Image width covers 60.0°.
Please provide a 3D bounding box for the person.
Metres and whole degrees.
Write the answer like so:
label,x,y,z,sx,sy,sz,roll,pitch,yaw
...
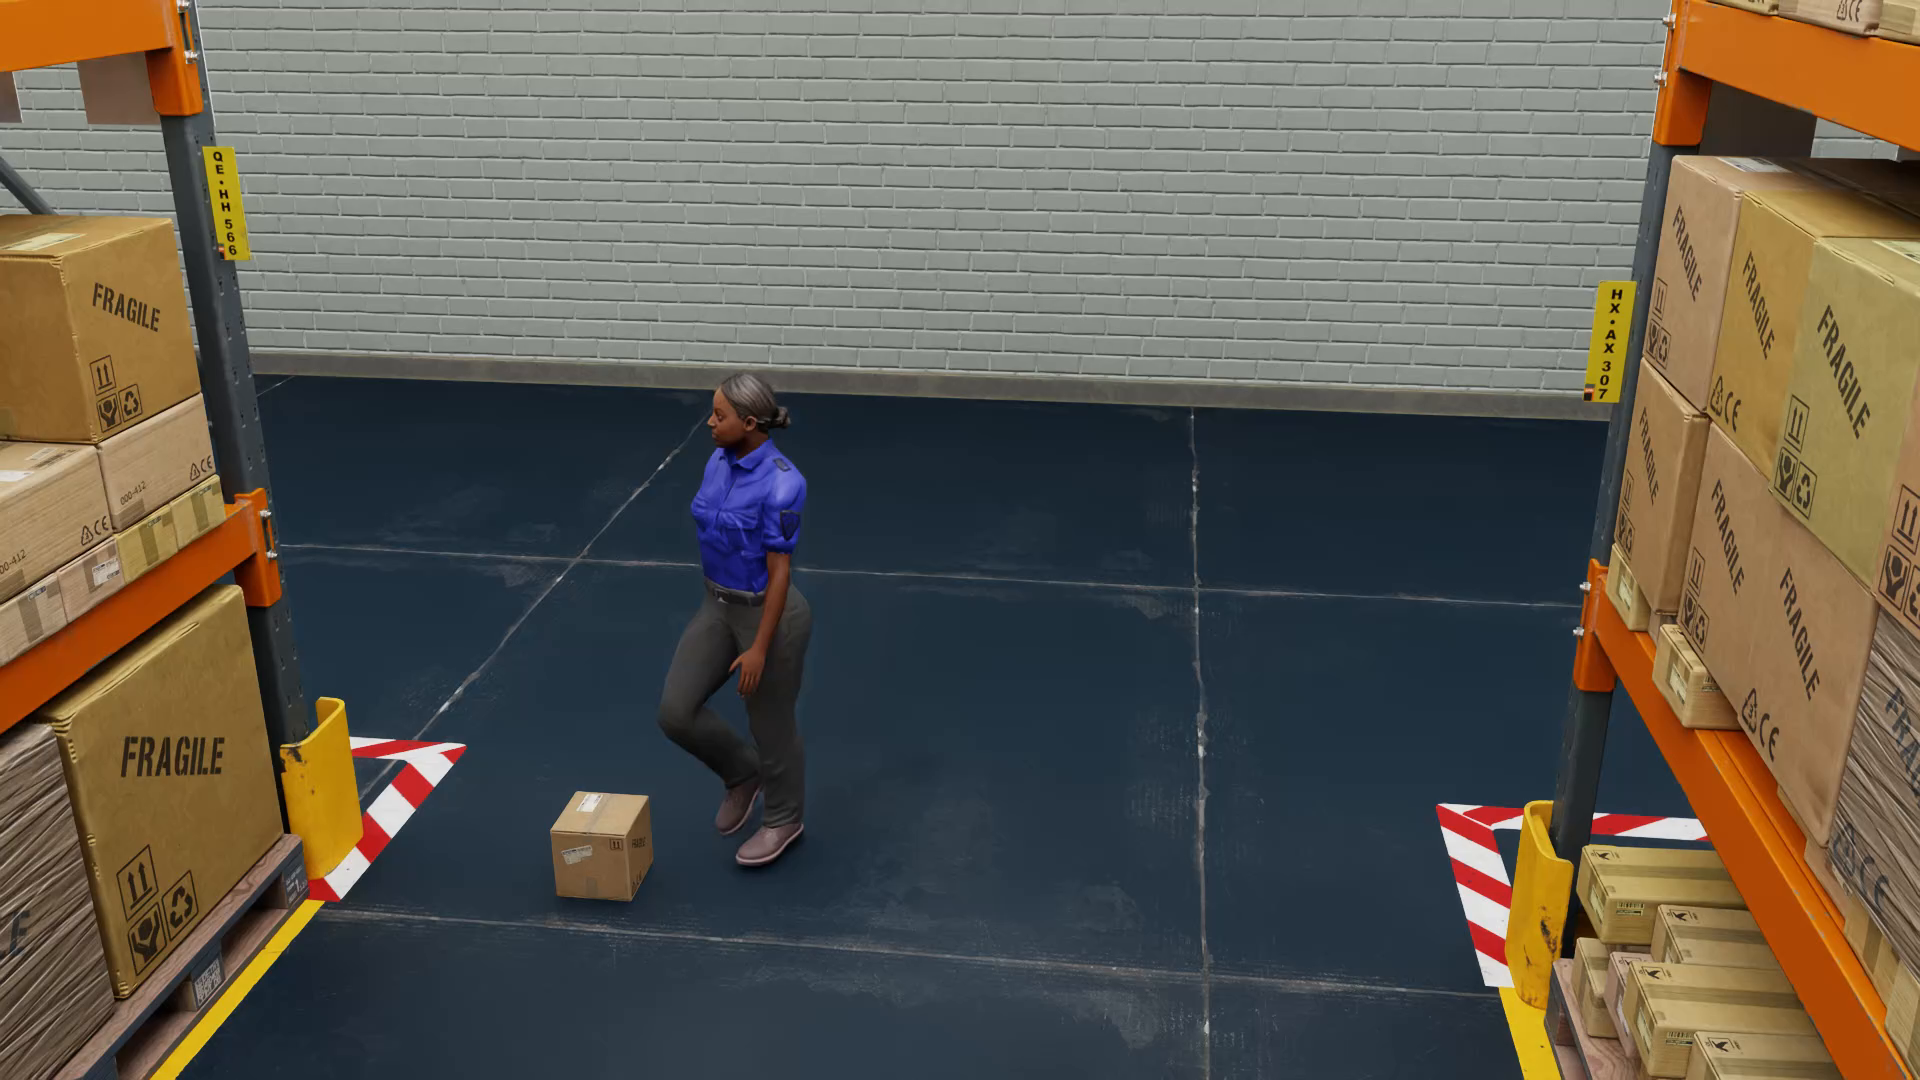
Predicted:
label,x,y,z,sx,sy,sz,roll,pitch,yaw
person,-0.713,0.280,5.307,0.451,1.650,0.431,16,27,36
